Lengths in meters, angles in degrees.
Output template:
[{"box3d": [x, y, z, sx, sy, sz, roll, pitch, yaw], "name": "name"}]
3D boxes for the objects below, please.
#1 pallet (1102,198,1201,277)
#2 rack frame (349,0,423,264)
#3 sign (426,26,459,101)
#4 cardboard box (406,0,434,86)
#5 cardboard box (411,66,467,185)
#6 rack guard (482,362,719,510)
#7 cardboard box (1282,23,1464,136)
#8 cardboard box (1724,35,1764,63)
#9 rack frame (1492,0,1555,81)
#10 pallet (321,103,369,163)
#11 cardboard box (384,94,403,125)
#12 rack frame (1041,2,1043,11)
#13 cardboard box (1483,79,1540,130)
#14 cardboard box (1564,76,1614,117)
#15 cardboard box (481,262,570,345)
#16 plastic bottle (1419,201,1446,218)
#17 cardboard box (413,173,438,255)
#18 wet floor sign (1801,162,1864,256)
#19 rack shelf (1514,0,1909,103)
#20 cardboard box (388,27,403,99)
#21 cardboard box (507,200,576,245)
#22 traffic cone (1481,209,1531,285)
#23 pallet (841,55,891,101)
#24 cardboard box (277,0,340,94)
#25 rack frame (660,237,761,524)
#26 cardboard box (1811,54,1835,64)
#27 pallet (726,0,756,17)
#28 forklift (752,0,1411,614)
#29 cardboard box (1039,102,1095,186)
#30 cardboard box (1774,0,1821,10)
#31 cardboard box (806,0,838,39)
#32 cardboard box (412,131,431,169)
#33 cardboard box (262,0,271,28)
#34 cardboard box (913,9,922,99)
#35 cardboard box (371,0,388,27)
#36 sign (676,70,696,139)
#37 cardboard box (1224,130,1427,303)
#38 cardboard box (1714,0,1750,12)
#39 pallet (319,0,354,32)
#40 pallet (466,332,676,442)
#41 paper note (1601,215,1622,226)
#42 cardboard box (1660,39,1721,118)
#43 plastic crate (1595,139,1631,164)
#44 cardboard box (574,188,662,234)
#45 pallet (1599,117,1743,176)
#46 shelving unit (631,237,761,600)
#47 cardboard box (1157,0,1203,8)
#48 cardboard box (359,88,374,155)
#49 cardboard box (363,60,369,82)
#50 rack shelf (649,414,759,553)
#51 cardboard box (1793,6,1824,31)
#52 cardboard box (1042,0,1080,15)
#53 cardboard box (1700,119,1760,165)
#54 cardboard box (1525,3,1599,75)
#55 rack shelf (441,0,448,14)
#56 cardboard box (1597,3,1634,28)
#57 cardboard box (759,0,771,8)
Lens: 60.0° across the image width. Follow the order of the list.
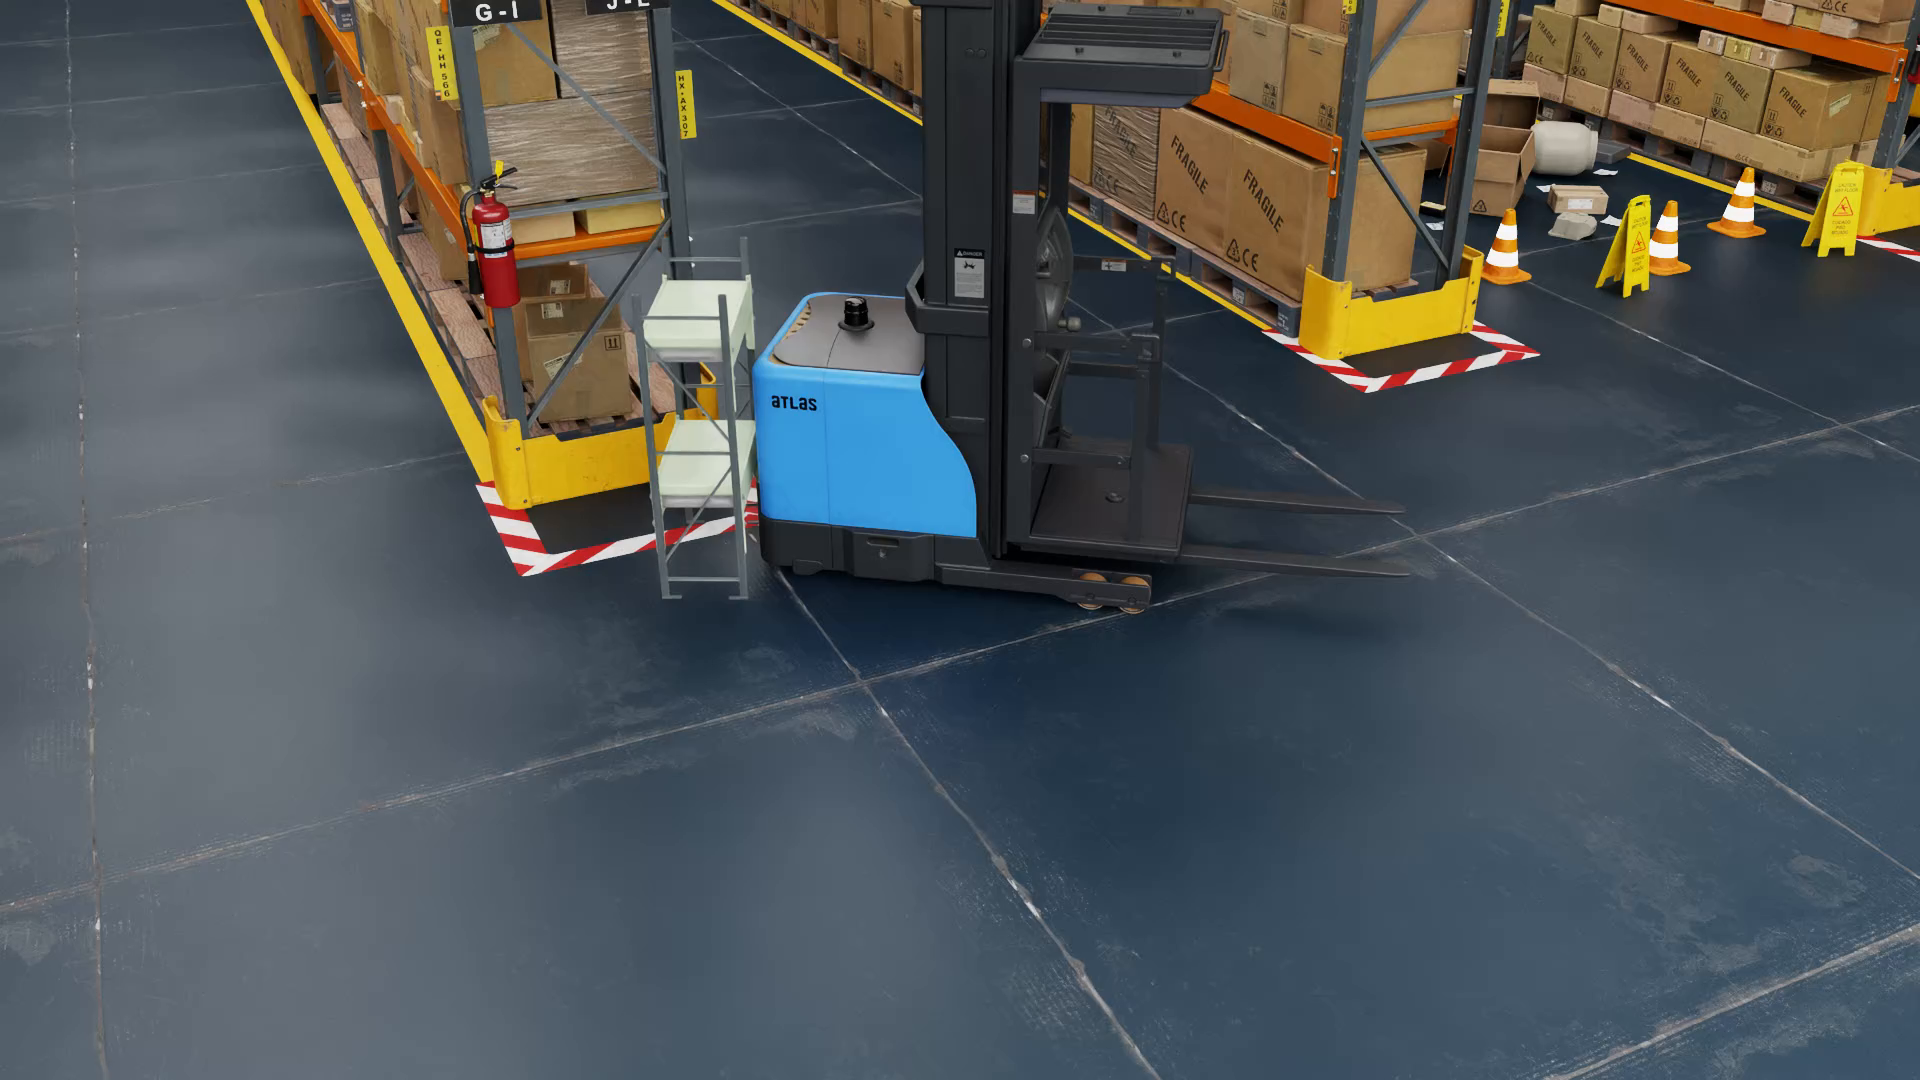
[{"box3d": [1.761, -2.272, 12.086, 1.003, 0.211, 1.213, -13, 32, -22], "name": "pallet"}, {"box3d": [-3.546, -3.384, 11.218, 1.000, 3.000, 0.127, -13, 32, -22], "name": "rack frame"}, {"box3d": [-2.339, -2.152, 7.514, 0.100, 0.325, 0.005, -13, 32, -22], "name": "sign"}, {"box3d": [-2.508, -2.637, 8.457, 0.500, 0.500, 0.500, -13, 32, -22], "name": "cardboard box"}, {"box3d": [-2.363, -2.235, 8.762, 0.875, 0.500, 0.500, -13, 32, -22], "name": "cardboard box"}, {"box3d": [-1.861, -0.560, 8.738, 1.175, 0.500, 0.348, -13, 32, -22], "name": "rack guard"}, {"box3d": [2.494, -2.833, 10.083, 0.875, 0.550, 0.550, -13, 32, -22], "name": "cardboard box"}, {"box3d": [6.219, -3.850, 13.002, 0.380, 0.149, 0.250, -13, 32, -21], "name": "cardboard box"}, {"box3d": [5.404, -5.465, 14.928, 1.000, 3.000, 0.127, -13, 32, -22], "name": "rack frame"}, {"box3d": [-4.929, -3.589, 14.434, 1.003, 0.211, 1.213, -13, 32, -22], "name": "pallet"}, {"box3d": [-3.311, -2.671, 10.203, 0.380, 0.149, 0.250, -13, 32, -22], "name": "cardboard box"}, {"box3d": [0.977, -4.381, 12.995, 1.000, 3.000, 0.127, -13, 32, -22], "name": "rack frame"}, {"box3d": [4.635, -3.616, 14.185, 0.500, 0.500, 0.500, 7, 30, 13], "name": "cardboard box"}, {"box3d": [5.653, -3.898, 14.516, 0.500, 0.250, 0.500, -11, 31, -19], "name": "cardboard box"}, {"box3d": [-2.621, -1.526, 10.032, 0.500, 0.500, 0.500, -10, 31, -17], "name": "cardboard box"}, {"box3d": [3.588, -2.533, 12.705, 0.283, 0.061, 0.133, 26, 38, 38], "name": "plastic bottle"}, {"box3d": [-3.410, -2.292, 11.396, 0.500, 0.500, 0.500, -14, 32, -23], "name": "cardboard box"}, {"box3d": [6.237, -2.362, 11.803, 0.267, 0.644, 0.232, -3, 29, -5], "name": "wet floor sign"}, {"box3d": [6.263, -4.267, 13.529, 1.077, 0.370, 4.000, -13, 32, -22], "name": "rack shelf"}, {"box3d": [-2.920, -2.917, 9.979, 0.875, 0.500, 0.500, -13, 32, -22], "name": "cardboard box"}, {"box3d": [-2.138, -1.590, 8.275, 0.380, 0.149, 0.250, -13, 32, -22], "name": "cardboard box"}, {"box3d": [3.749, -2.040, 11.415, 0.336, 0.463, 0.334, -13, 32, -22], "name": "traffic cone"}, {"box3d": [-0.470, -4.567, 16.179, 1.003, 0.211, 1.213, -13, 32, -22], "name": "pallet"}, {"box3d": [-5.541, -4.716, 15.337, 1.225, 0.875, 0.875, -15, 32, -24], "name": "cardboard box"}, {"box3d": [-1.182, -0.740, 8.036, 0.400, 1.500, 0.023, 0, 29, 1], "name": "rack frame"}, {"box3d": [6.786, -3.663, 13.331, 0.500, 0.500, 0.500, -14, 32, -24], "name": "cardboard box"}, {"box3d": [-2.122, -6.355, 19.367, 1.003, 0.211, 1.213, -13, 32, -22], "name": "pallet"}, {"box3d": [0.612, -1.223, 7.433, 3.031, 2.935, 1.130, 5, 30, 9], "name": "forklift"}, {"box3d": [1.184, -3.344, 12.890, 0.875, 0.875, 0.875, -13, 32, -21], "name": "cardboard box"}, {"box3d": [6.429, -4.275, 12.401, 0.500, 0.500, 0.500, -13, 32, -22], "name": "cardboard box"}, {"box3d": [-1.259, -5.476, 17.075, 0.500, 0.500, 0.500, -13, 32, -22], "name": "cardboard box"}, {"box3d": [-2.876, -2.230, 9.417, 0.380, 0.149, 0.250, -13, 32, -22], "name": "cardboard box"}, {"box3d": [-6.688, -5.896, 17.440, 1.225, 0.875, 0.875, -13, 32, -22], "name": "cardboard box"}, {"box3d": [0.219, -4.265, 14.659, 1.050, 0.750, 0.750, -13, 32, -22], "name": "cardboard box"}, {"box3d": [-3.152, -3.300, 9.639, 0.500, 0.500, 0.500, -13, 32, -22], "name": "cardboard box"}, {"box3d": [-1.339, -2.108, 8.058, 0.100, 0.325, 0.005, -13, 32, -22], "name": "sign"}, {"box3d": [2.343, -2.156, 10.771, 0.875, 0.875, 0.875, -13, 32, -22], "name": "cardboard box"}, {"box3d": [6.155, -4.259, 13.035, 0.380, 0.149, 0.250, -13, 32, -22], "name": "cardboard box"}, {"box3d": [-4.376, -4.201, 12.871, 1.003, 0.211, 1.213, -13, 32, -22], "name": "pallet"}, {"box3d": [-2.178, -0.800, 9.462, 1.003, 0.211, 1.213, -13, 32, -22], "name": "pallet"}, {"box3d": [4.918, -2.402, 12.503, 0.142, 0.019, 0.148, 26, 38, 38], "name": "paper note"}, {"box3d": [6.105, -3.762, 13.507, 0.500, 0.500, 0.500, -14, 32, -23], "name": "cardboard box"}, {"box3d": [5.338, -3.325, 14.099, 0.583, 0.080, 0.402, 26, 38, 38], "name": "plastic crate"}, {"box3d": [-1.736, -1.683, 8.442, 0.380, 0.149, 0.250, -13, 32, -22], "name": "cardboard box"}, {"box3d": [6.252, -3.419, 14.132, 1.003, 0.211, 1.213, -13, 32, -22], "name": "pallet"}, {"box3d": [-1.185, -0.561, 7.717, 0.431, 1.500, 0.755, 0, 29, 1], "name": "shelving unit"}, {"box3d": [1.846, -3.571, 11.398, 0.875, 0.550, 0.500, -13, 32, -22], "name": "cardboard box"}, {"box3d": [-4.458, -3.469, 13.476, 0.700, 0.500, 0.500, -10, 31, -18], "name": "cardboard box"}, {"box3d": [-3.725, -3.116, 10.997, 0.380, 0.149, 0.250, -13, 32, -22], "name": "cardboard box"}, {"box3d": [-1.185, -0.277, 7.876, 0.431, 0.370, 0.720, 0, 29, 1], "name": "rack shelf"}, {"box3d": [6.468, -3.915, 12.421, 0.380, 0.149, 0.250, -14, 32, -23], "name": "cardboard box"}, {"box3d": [1.146, -4.286, 12.672, 0.875, 0.550, 0.550, -13, 32, -22], "name": "cardboard box"}, {"box3d": [6.316, -3.213, 13.294, 0.500, 0.250, 0.500, -13, 32, -22], "name": "cardboard box"}, {"box3d": [5.414, -4.458, 14.749, 0.500, 0.500, 0.500, -12, 31, -20], "name": "cardboard box"}, {"box3d": [-2.687, -3.495, 9.084, 1.077, 0.370, 4.000, -13, 32, -22], "name": "rack shelf"}, {"box3d": [5.636, -4.447, 14.065, 0.380, 0.149, 0.250, -12, 31, -20], "name": "cardboard box"}, {"box3d": [-1.914, -6.163, 18.301, 0.500, 0.500, 0.500, -13, 32, -21], "name": "cardboard box"}]
